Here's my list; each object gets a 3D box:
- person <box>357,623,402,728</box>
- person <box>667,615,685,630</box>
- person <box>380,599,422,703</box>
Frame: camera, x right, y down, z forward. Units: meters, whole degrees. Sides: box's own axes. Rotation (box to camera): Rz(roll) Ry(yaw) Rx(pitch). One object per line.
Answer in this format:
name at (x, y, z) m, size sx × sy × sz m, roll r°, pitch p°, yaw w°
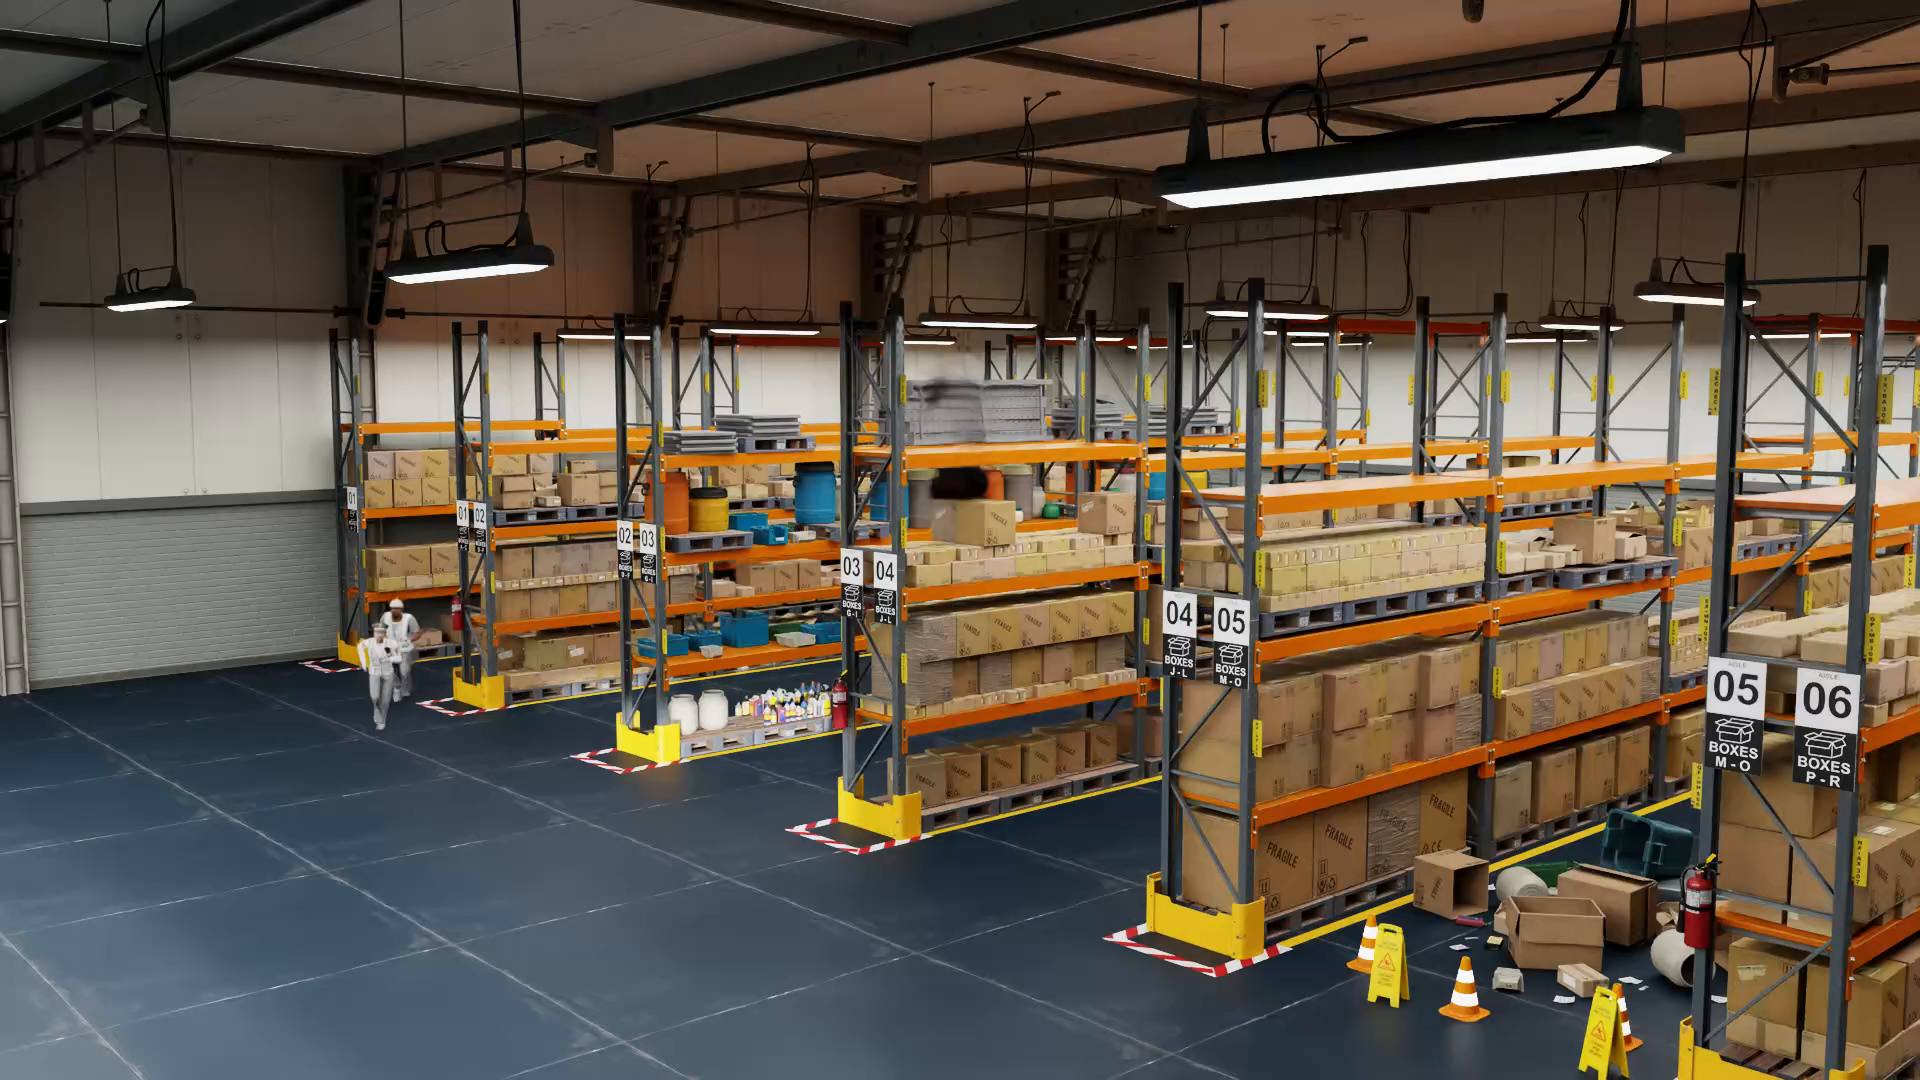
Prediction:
person at (-8.418, 1.973, 24.143) m, size 0.601 × 1.609 × 0.763 m, roll -2°, pitch 6°, yaw -20°
person at (-5.575, 1.225, 31.738) m, size 0.599 × 1.628 × 0.531 m, roll 5°, pitch 8°, yaw 44°
person at (-8.868, 1.740, 26.365) m, size 0.710 × 1.688 × 0.868 m, roll 0°, pitch 6°, yaw 0°
